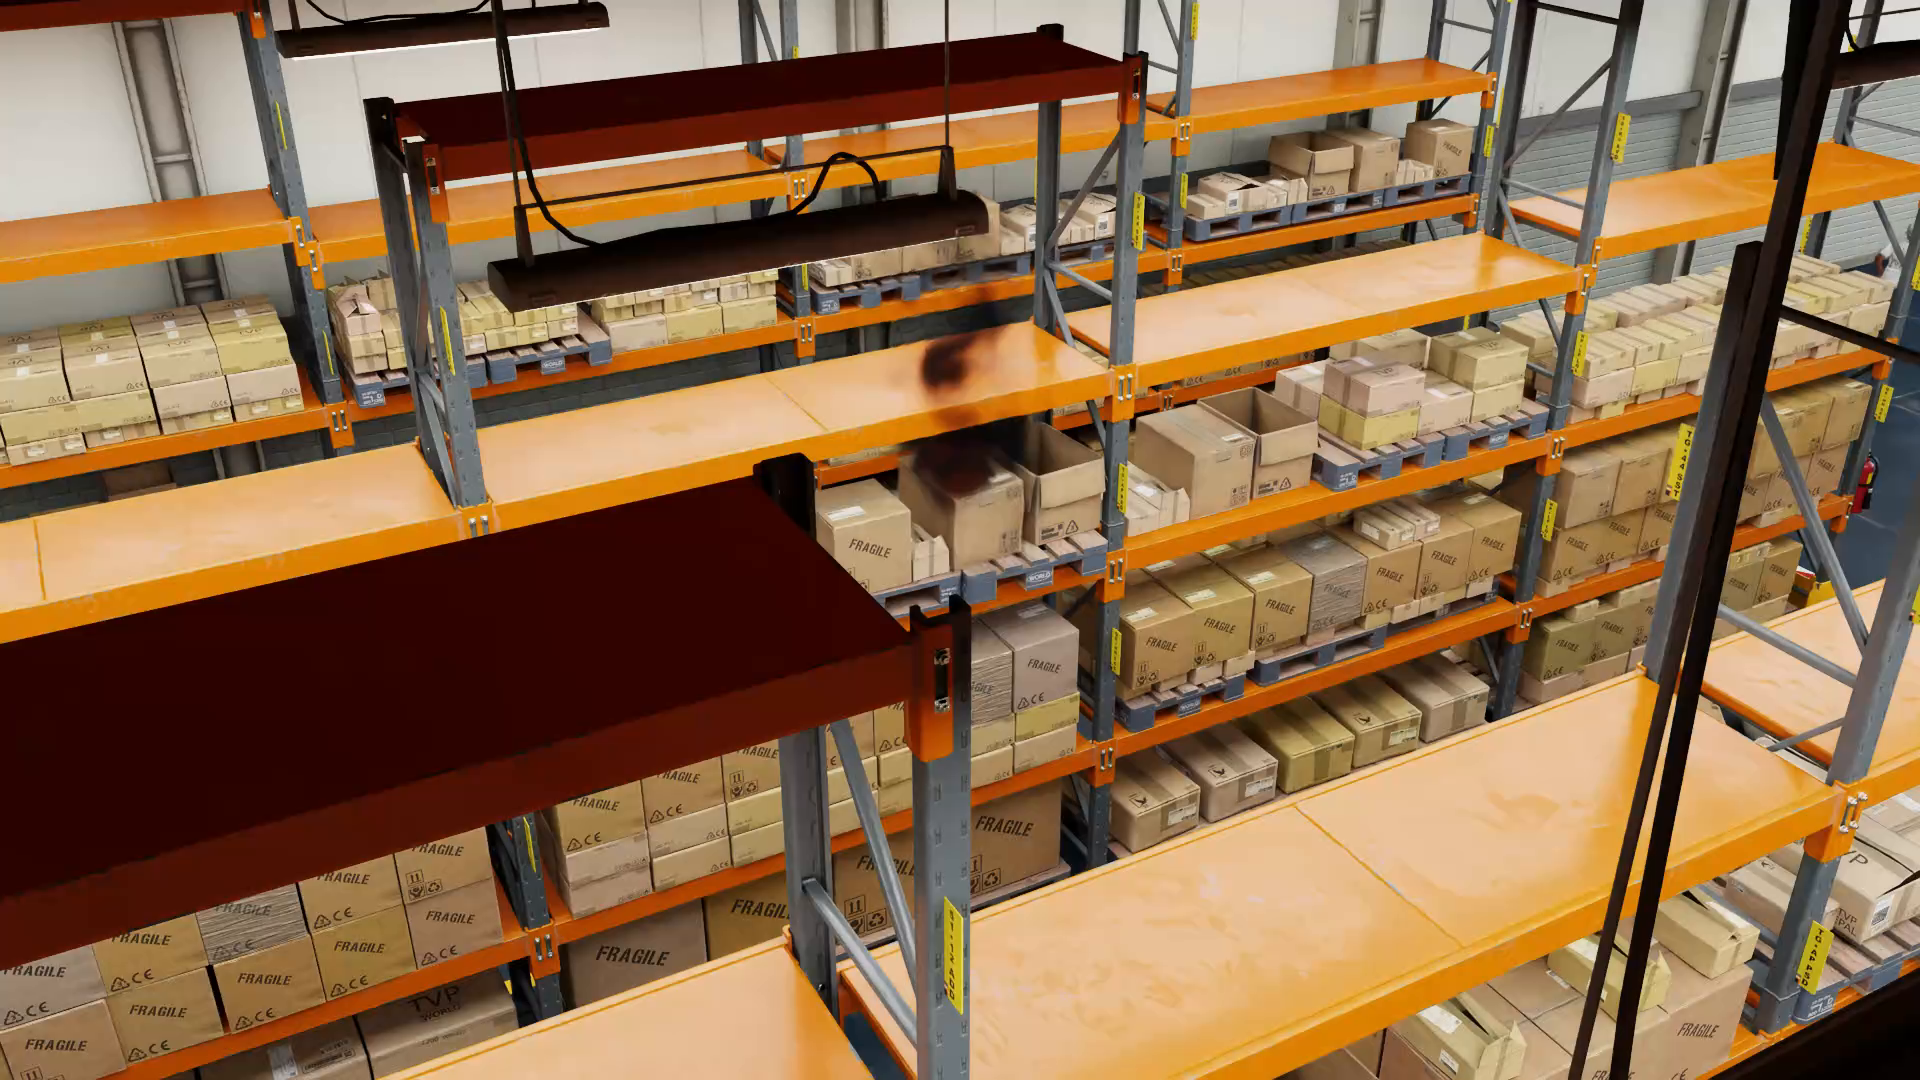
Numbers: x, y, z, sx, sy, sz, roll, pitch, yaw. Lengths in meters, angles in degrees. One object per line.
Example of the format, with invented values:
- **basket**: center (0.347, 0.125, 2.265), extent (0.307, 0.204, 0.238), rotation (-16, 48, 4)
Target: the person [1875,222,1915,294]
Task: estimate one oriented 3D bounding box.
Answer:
- **person**: center (12.195, -3.345, 21.558), extent (0.557, 1.628, 0.595), rotation (-20, 34, -33)
